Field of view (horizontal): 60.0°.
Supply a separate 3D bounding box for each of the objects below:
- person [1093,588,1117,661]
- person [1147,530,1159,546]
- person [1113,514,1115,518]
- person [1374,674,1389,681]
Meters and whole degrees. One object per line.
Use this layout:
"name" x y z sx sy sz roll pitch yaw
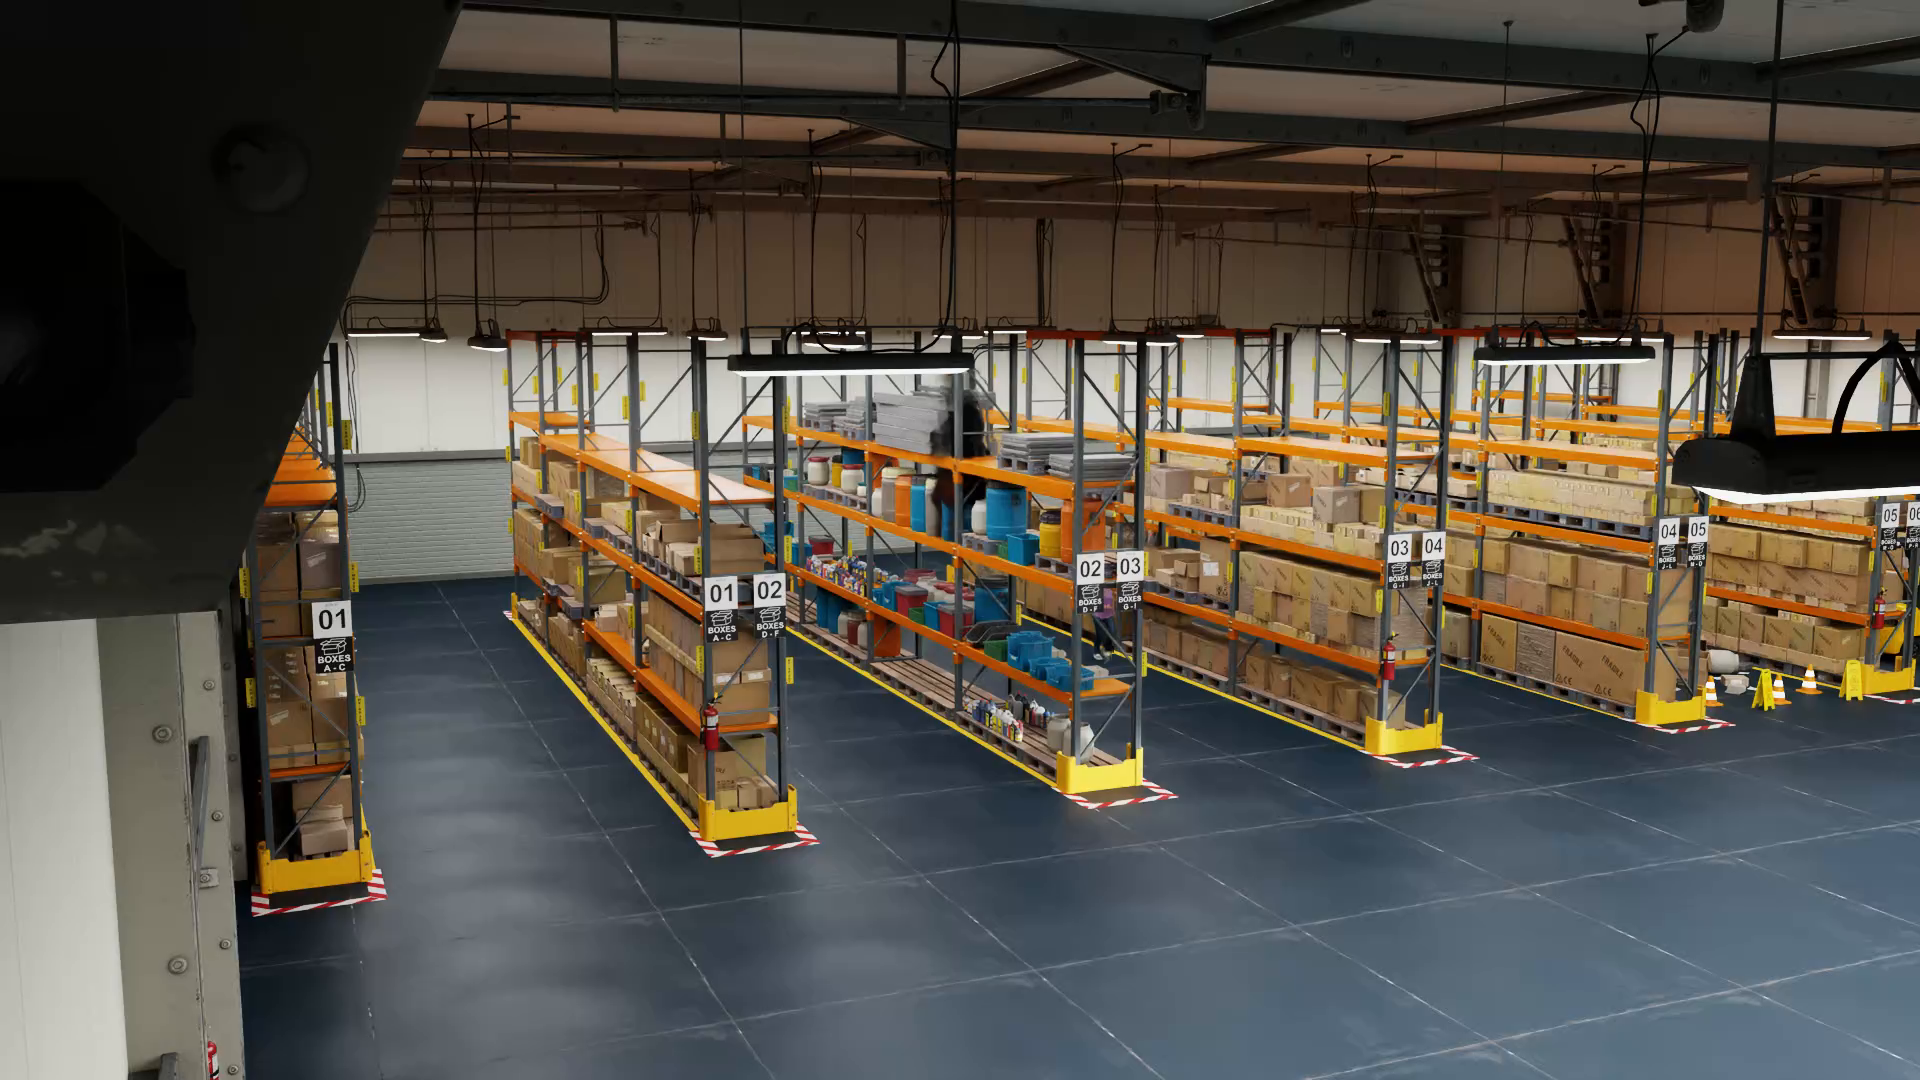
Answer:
"person" 2.534 1.361 29.143 0.511 1.570 0.636 -3 8 -20
"person" 4.855 -0.169 41.579 0.540 1.735 0.730 0 8 0
"person" 3.599 0.194 38.919 0.737 1.720 0.627 -3 8 -22
"person" 7.153 1.581 28.903 0.625 1.663 0.794 -6 10 -37
